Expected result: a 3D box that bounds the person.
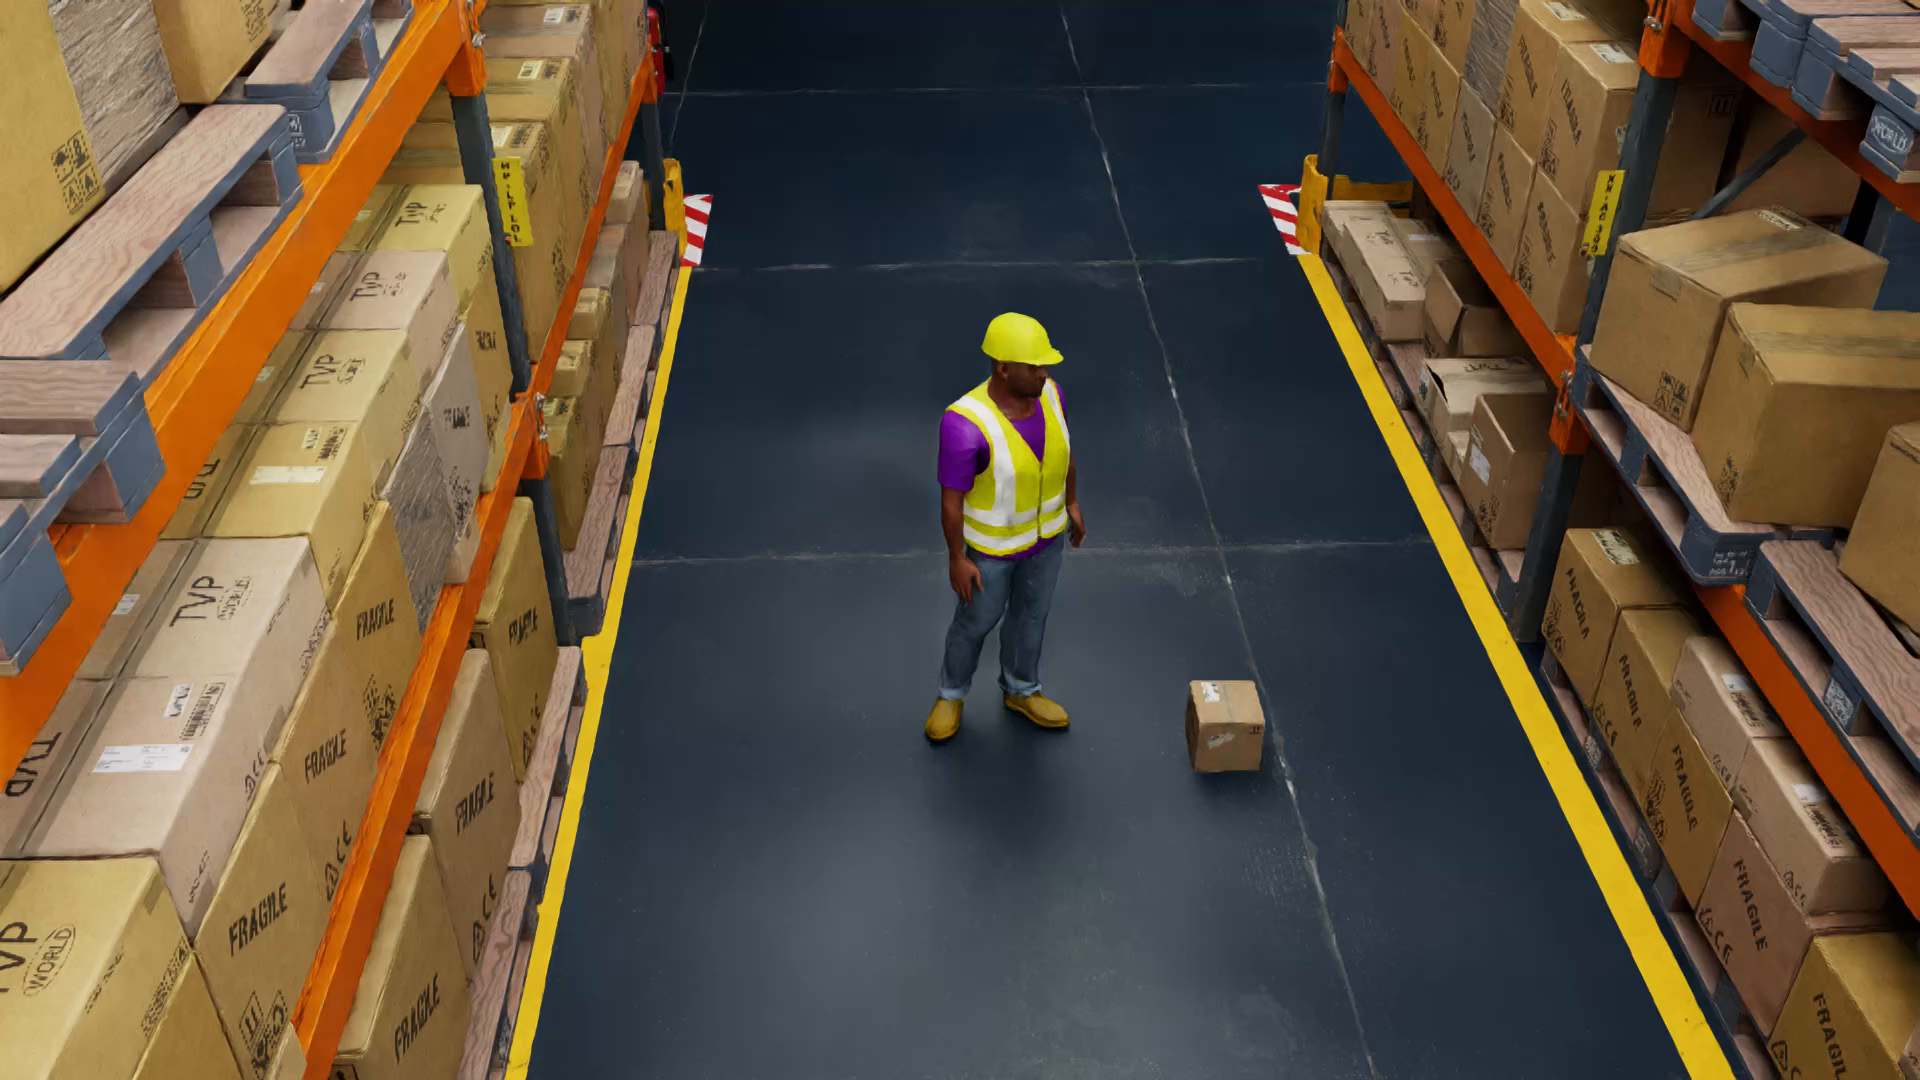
[{"bbox_3d":[0.179,-0.029,6.155,0.688,1.768,0.453,-24,42,-31],"label":"person"}]
